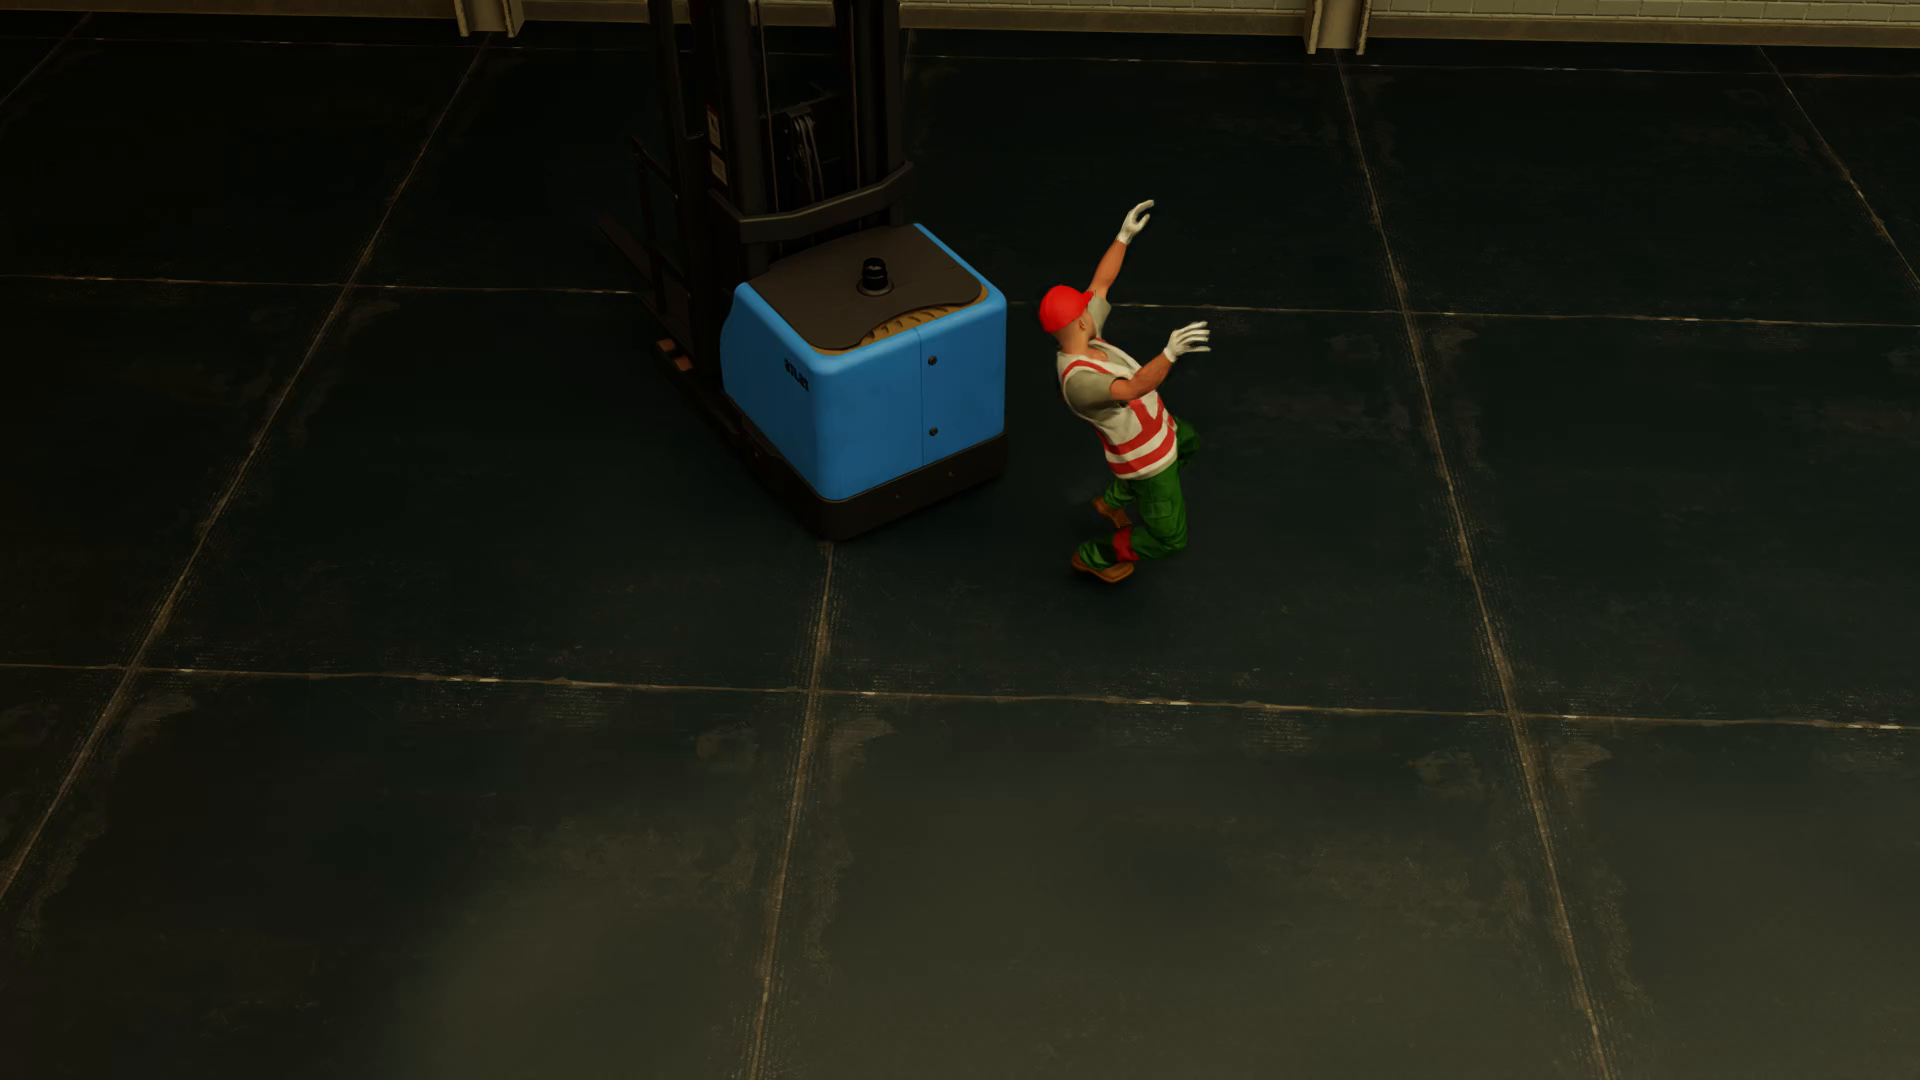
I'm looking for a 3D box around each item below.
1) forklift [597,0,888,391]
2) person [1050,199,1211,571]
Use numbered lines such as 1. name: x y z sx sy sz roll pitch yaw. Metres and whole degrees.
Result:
1. forklift: -0.993 -2.048 7.985 1.121 2.935 3.031 -24 47 -24
2. person: 0.723 -0.581 7.266 0.748 1.546 0.986 2 42 3
